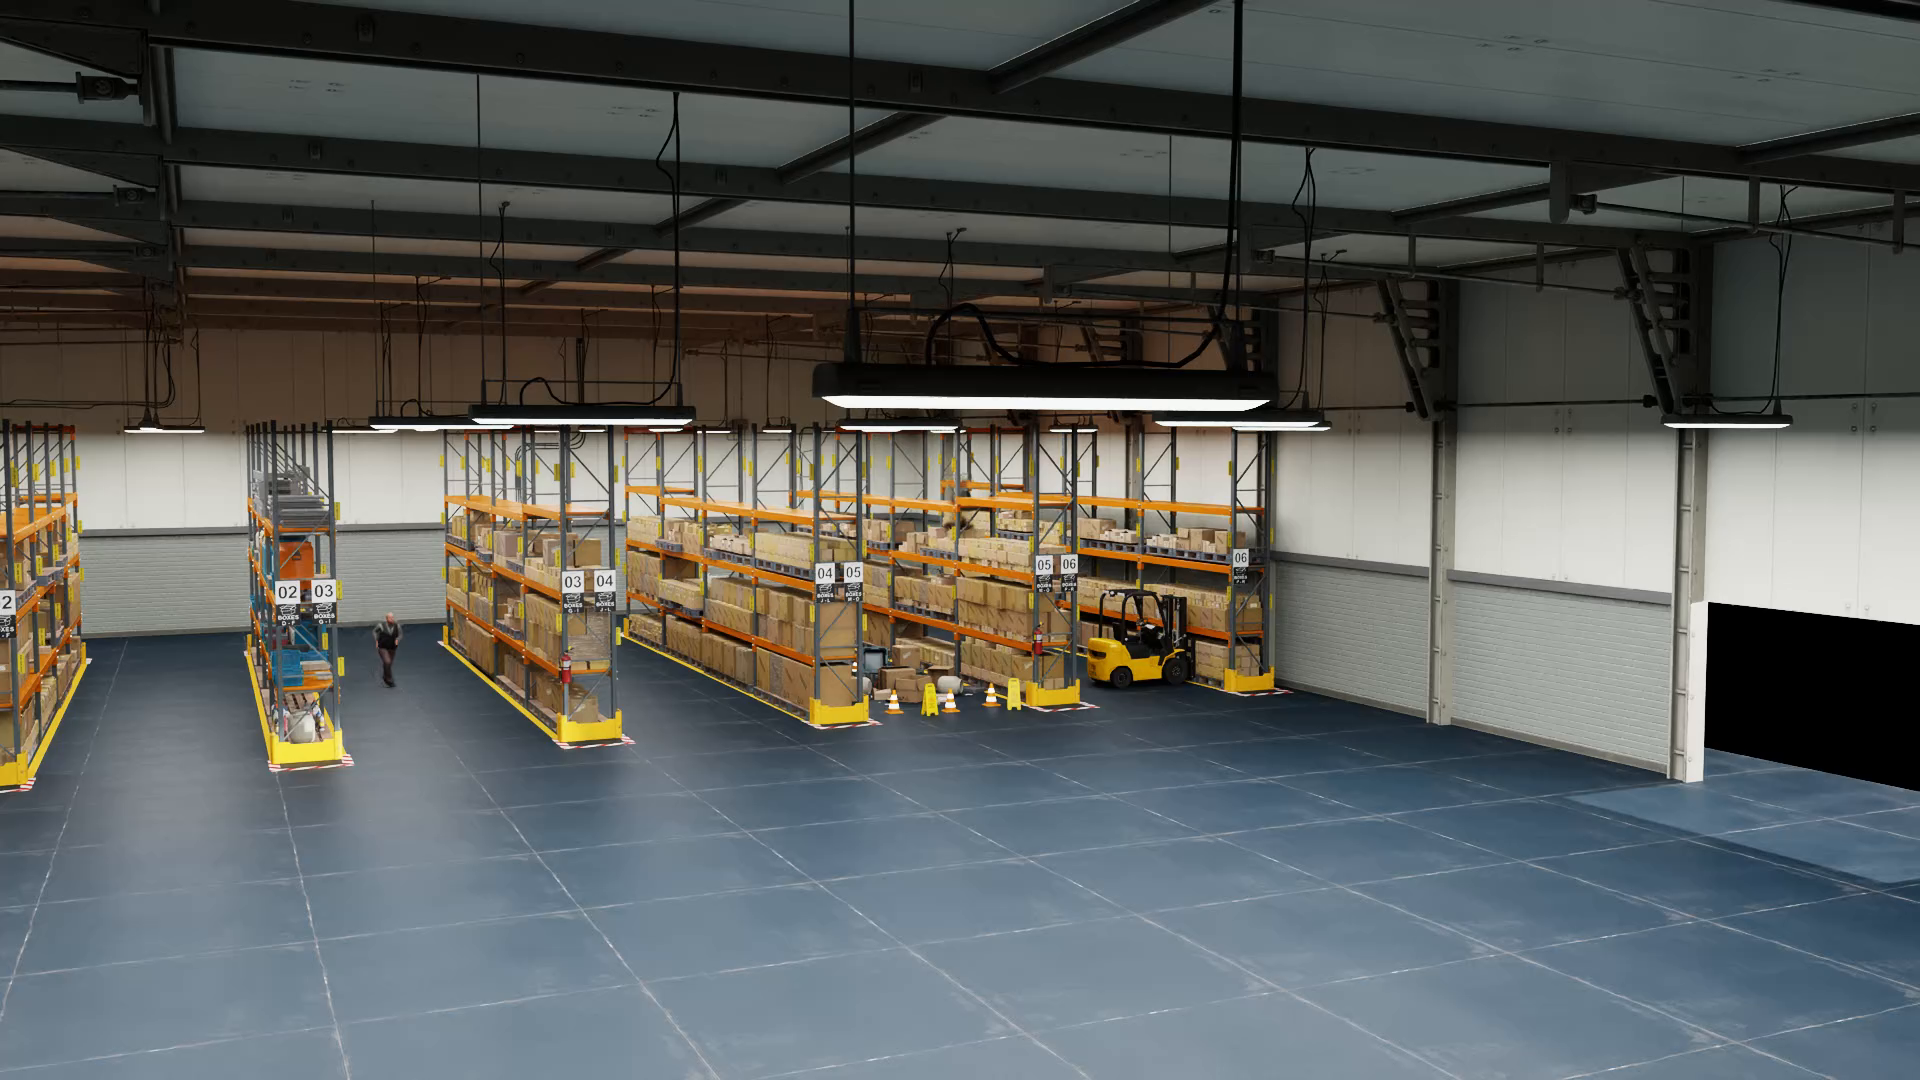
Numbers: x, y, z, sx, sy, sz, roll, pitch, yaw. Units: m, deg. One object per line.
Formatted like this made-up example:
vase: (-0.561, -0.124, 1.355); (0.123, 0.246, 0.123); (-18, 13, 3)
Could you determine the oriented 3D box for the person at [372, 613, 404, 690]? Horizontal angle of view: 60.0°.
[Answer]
person: (-13.026, 2.503, 37.871); (0.658, 1.731, 0.950); (-3, 4, -35)
